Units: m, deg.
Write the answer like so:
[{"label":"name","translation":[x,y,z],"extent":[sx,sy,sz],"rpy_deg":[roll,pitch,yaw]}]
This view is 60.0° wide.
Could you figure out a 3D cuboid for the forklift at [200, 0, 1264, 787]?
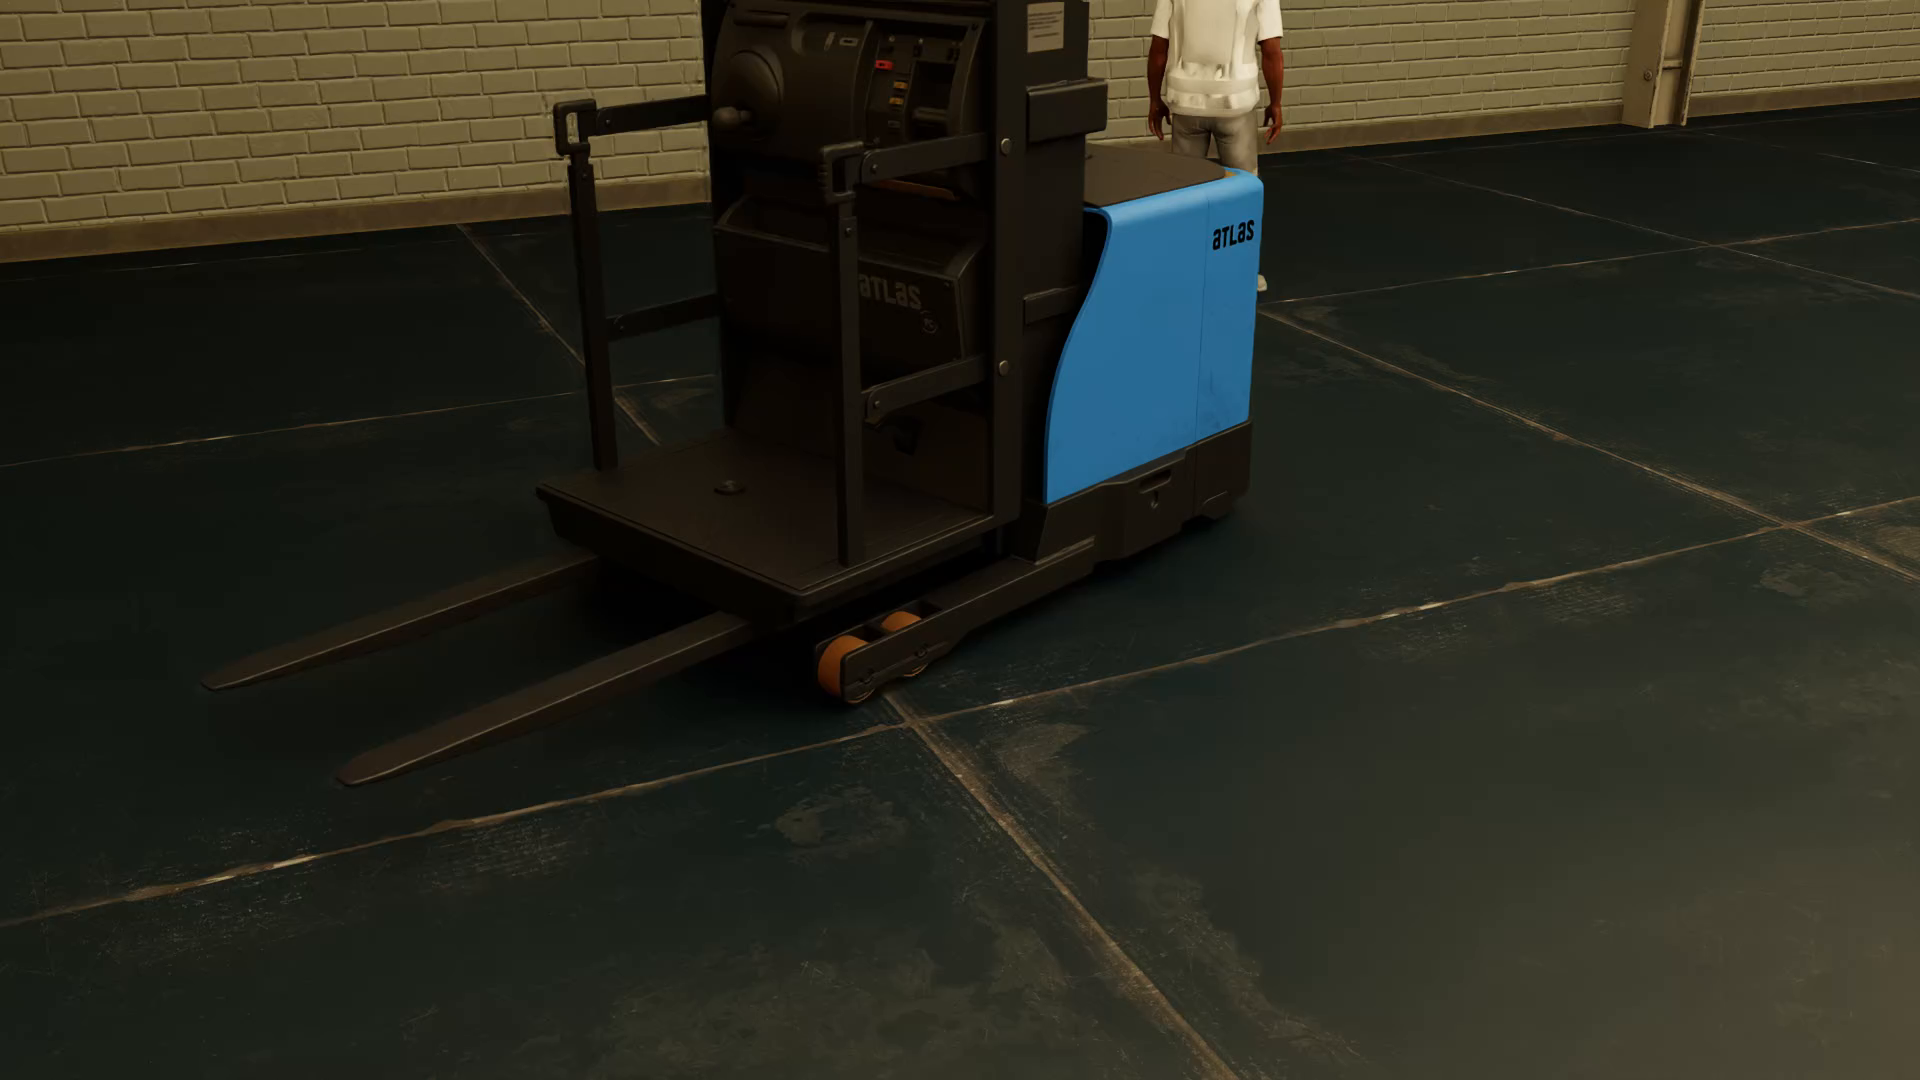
[{"label":"forklift","translation":[-0.447,-1.168,4.098],"extent":[1.130,2.935,3.031],"rpy_deg":[19,29,39]}]

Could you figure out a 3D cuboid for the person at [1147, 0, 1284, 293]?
[{"label":"person","translation":[1.174,-2.006,7.648],"extent":[0.626,1.759,0.463],"rpy_deg":[8,24,19]}]
